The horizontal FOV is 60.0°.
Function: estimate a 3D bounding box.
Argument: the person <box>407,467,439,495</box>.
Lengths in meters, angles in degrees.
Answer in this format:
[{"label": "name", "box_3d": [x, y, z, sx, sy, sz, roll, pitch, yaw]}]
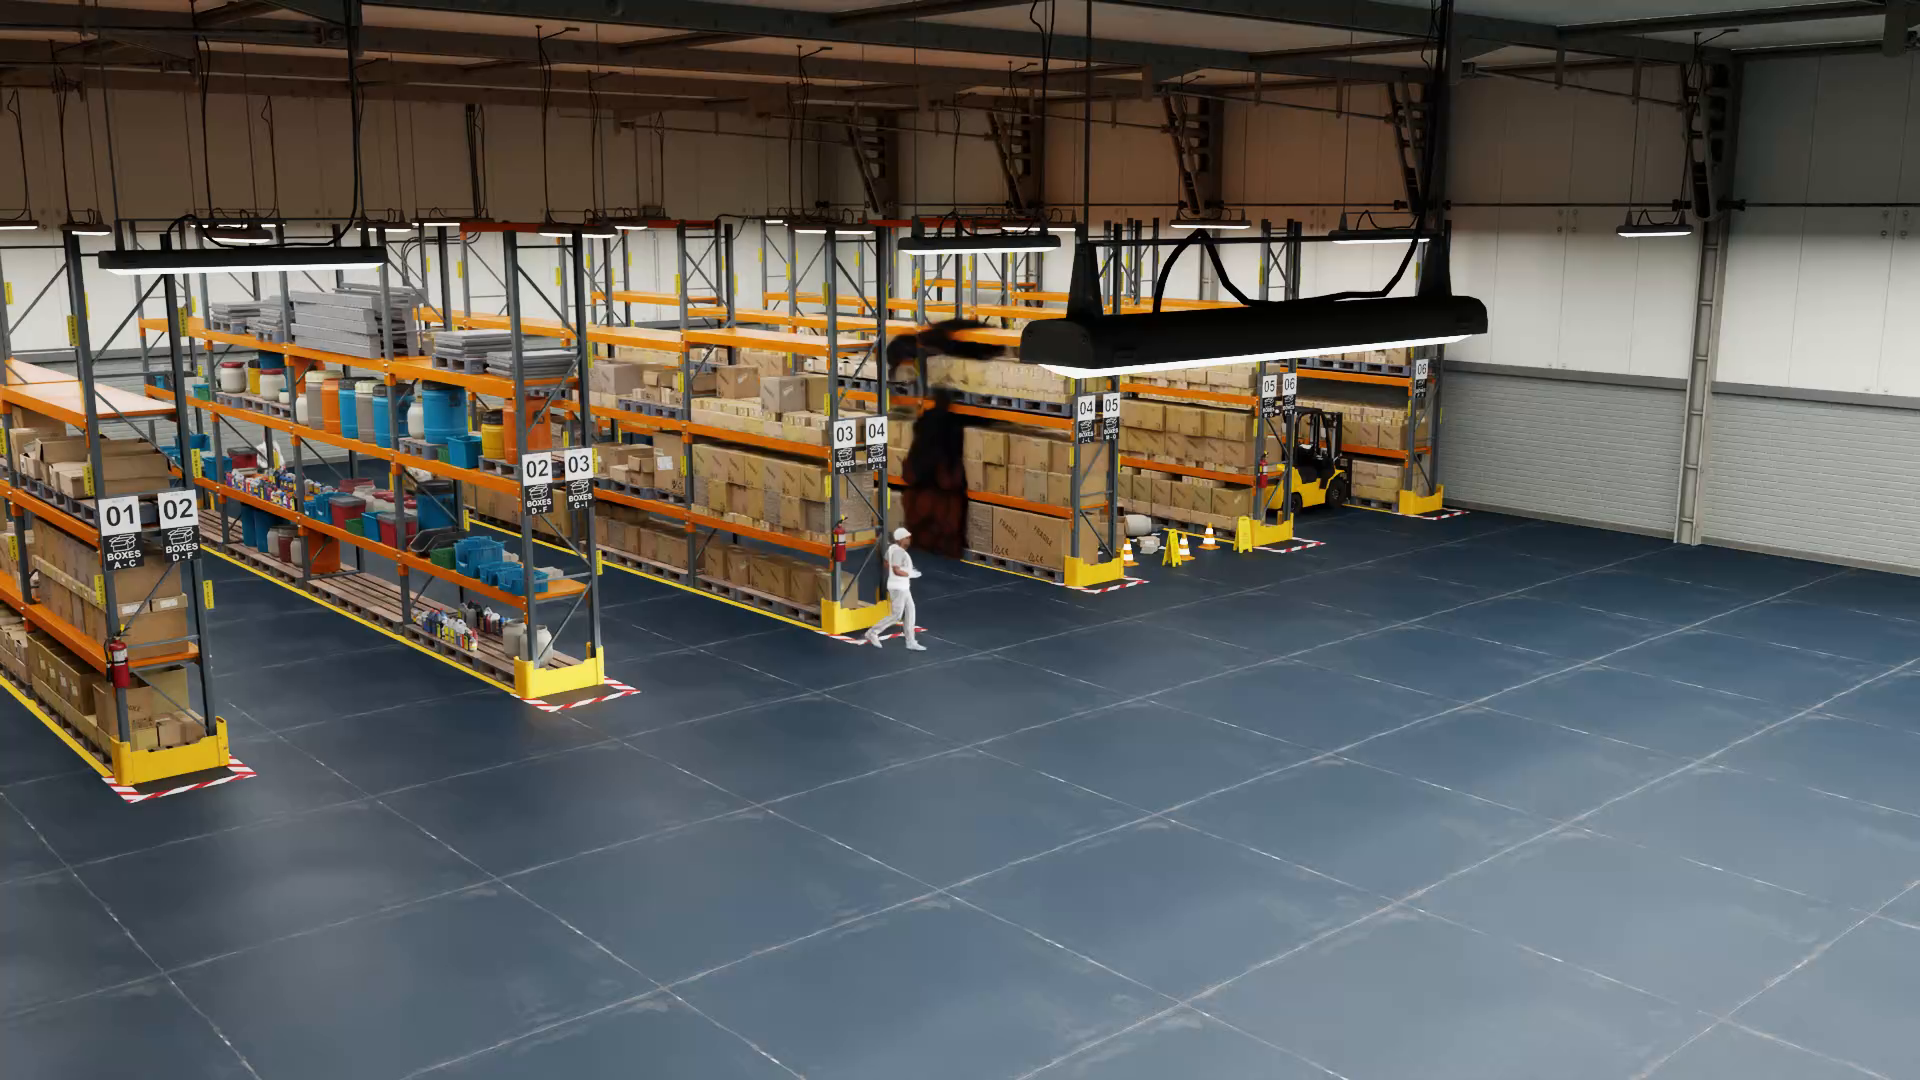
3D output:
[{"label": "person", "box_3d": [-10.434, -0.950, 32.391, 0.590, 1.678, 0.720, -9, 14, -38]}]

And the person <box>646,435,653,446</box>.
[{"label": "person", "box_3d": [-7.545, -2.707, 41.155, 0.856, 1.600, 0.572, 3, 12, 12]}]

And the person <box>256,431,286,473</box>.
[{"label": "person", "box_3d": [-14.357, -1.431, 34.649, 0.685, 1.715, 0.711, 6, 13, 26]}]

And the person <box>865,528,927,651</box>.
[{"label": "person", "box_3d": [-0.922, 0.711, 23.879, 0.895, 1.789, 0.689, 0, 11, -1]}]
